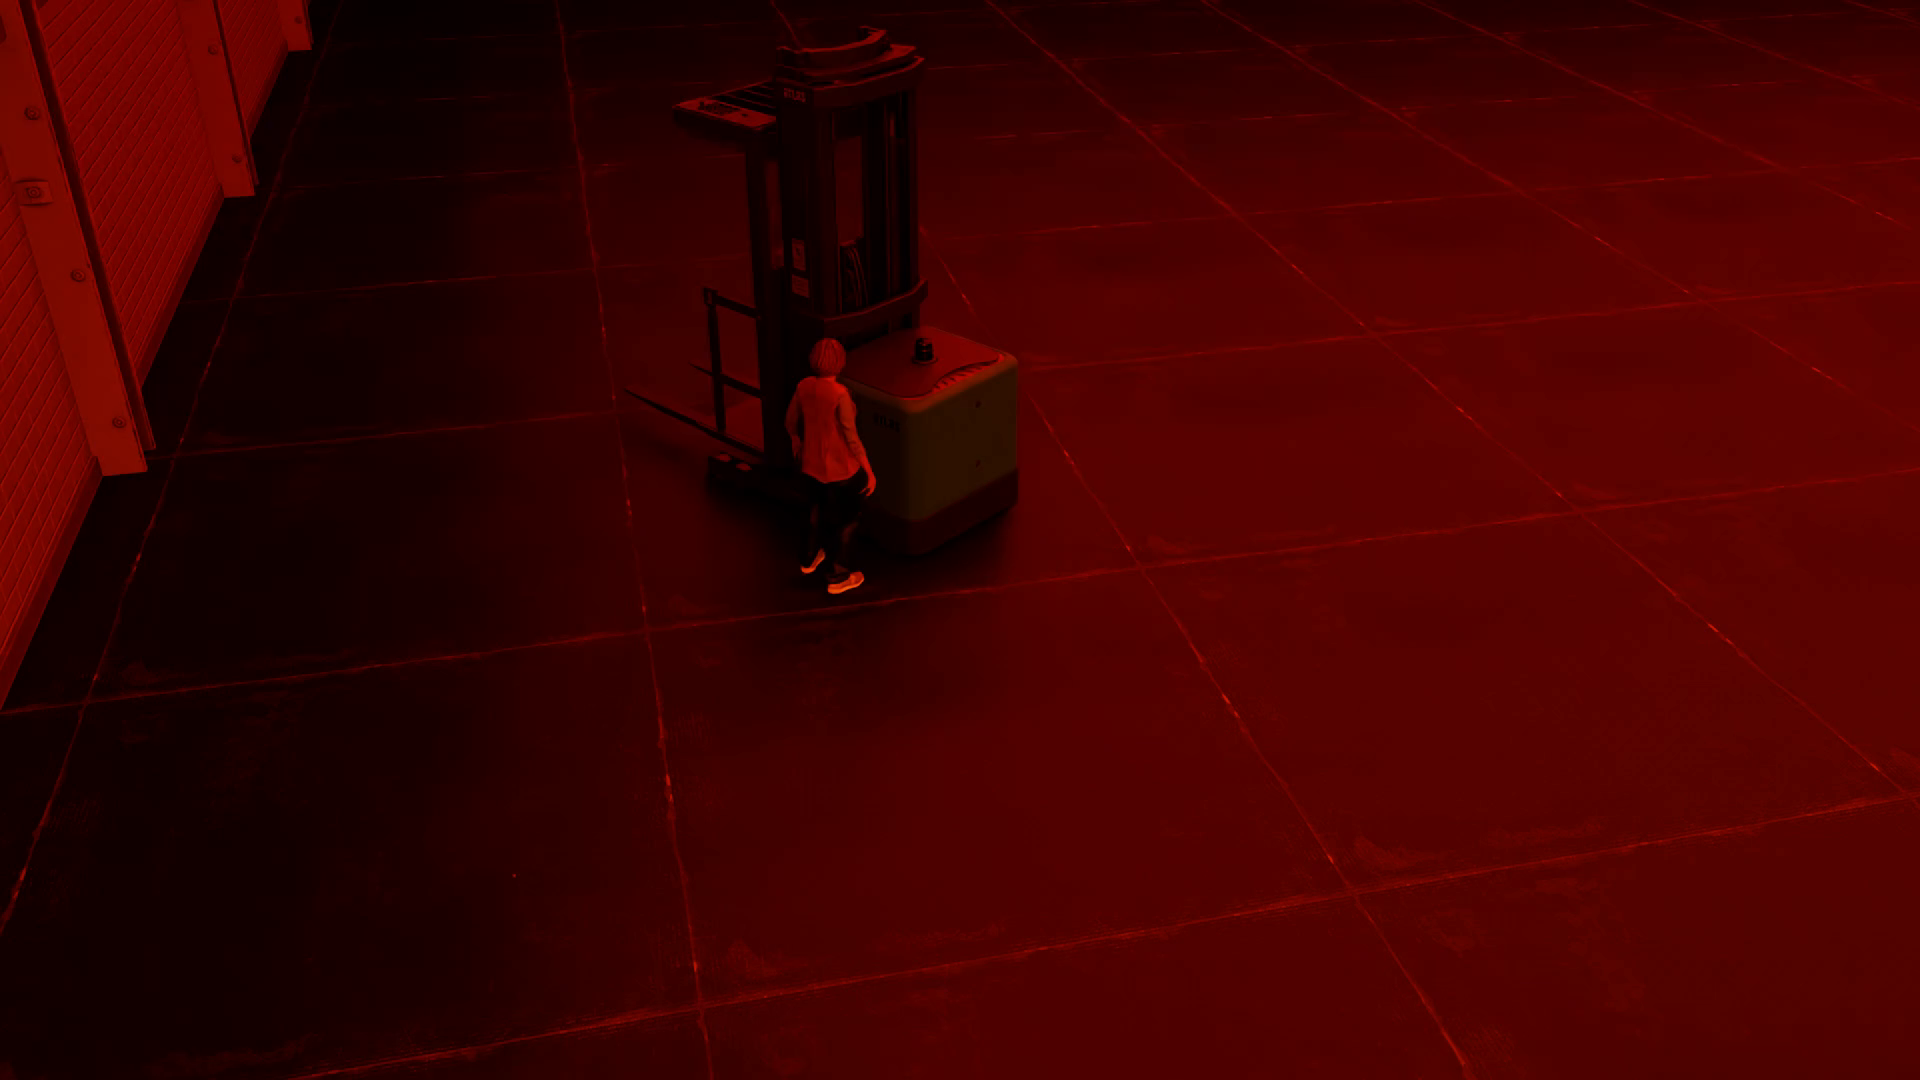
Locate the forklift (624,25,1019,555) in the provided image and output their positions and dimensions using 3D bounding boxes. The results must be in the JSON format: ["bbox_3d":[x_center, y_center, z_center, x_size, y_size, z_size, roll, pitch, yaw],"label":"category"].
[{"bbox_3d":[-1.058,-1.790,10.666,3.031,2.935,1.130,24,38,35],"label":"forklift"}]

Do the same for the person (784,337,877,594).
[{"bbox_3d":[-0.750,-0.438,9.697,0.653,1.567,0.354,21,36,32],"label":"person"}]
